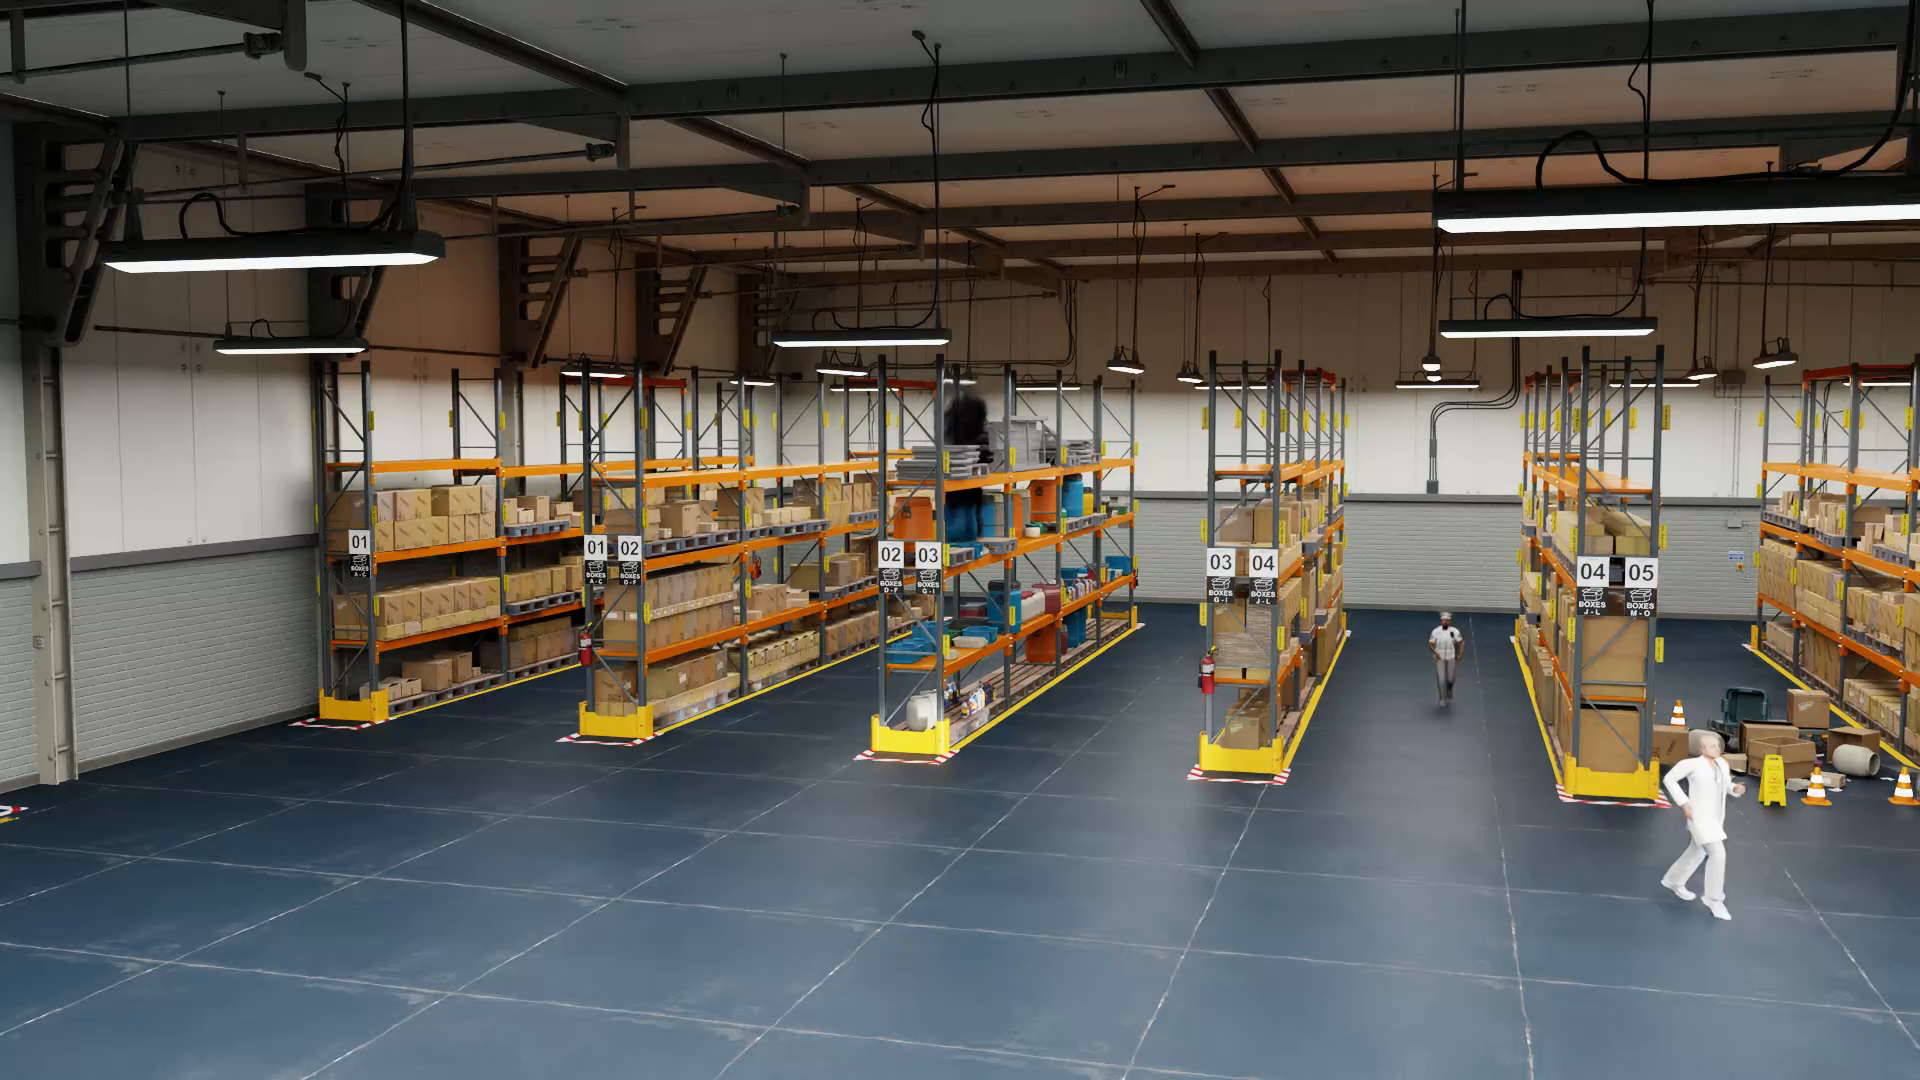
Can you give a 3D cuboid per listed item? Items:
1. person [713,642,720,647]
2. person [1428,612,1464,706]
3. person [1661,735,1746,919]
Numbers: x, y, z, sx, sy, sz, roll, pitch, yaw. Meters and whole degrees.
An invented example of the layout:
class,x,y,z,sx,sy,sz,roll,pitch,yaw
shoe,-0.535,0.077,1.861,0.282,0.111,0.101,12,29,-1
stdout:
class,x,y,z,sx,sy,sz,roll,pitch,yaw
person,-5.164,1.625,35.000,0.680,1.864,0.770,1,4,14
person,8.563,2.089,29.296,0.608,1.659,0.581,1,4,13
person,7.637,2.913,17.087,0.668,1.839,0.864,-3,5,-32
